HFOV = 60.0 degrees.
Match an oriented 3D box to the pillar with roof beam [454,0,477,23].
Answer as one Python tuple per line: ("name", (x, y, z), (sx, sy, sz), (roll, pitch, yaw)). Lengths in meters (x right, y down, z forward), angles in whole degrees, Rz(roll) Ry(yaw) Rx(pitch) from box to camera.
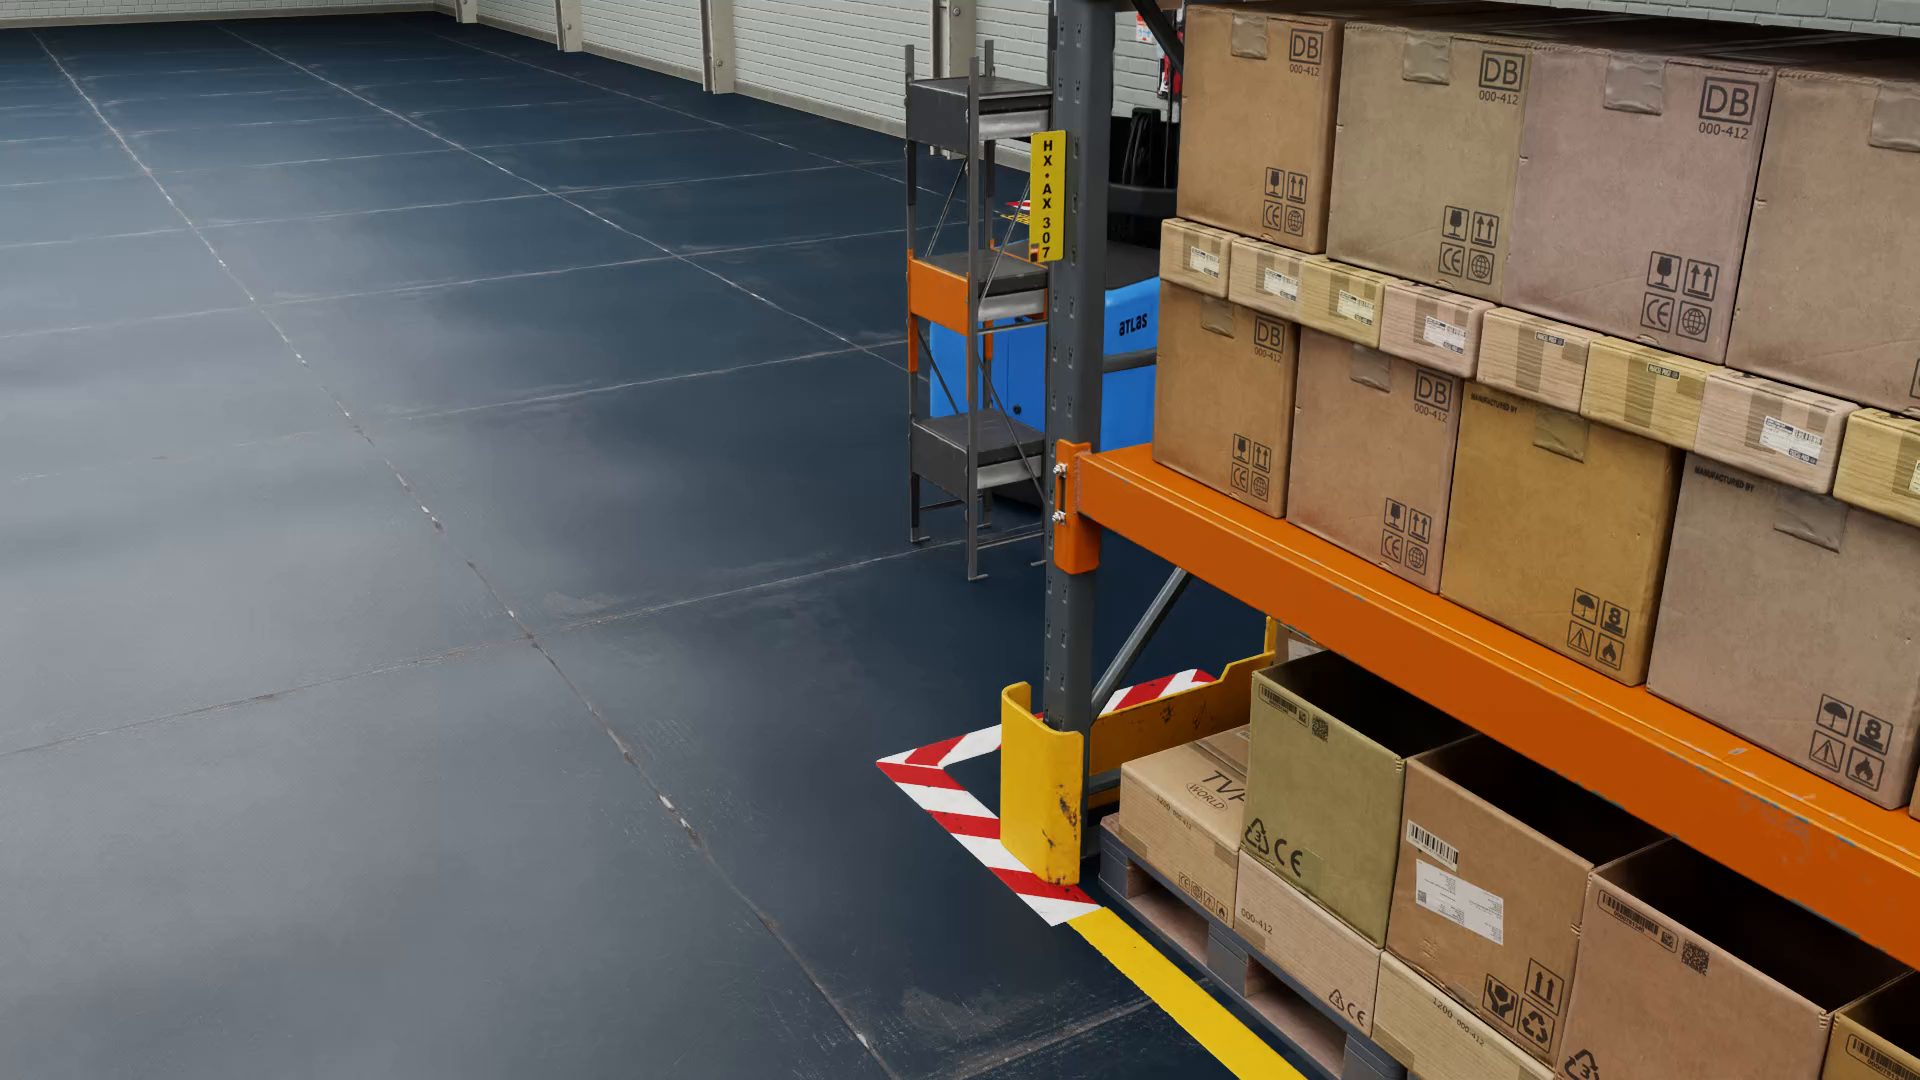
("pillar with roof beam", (-12.967, -13.090, 27.565), (9.100, 9.000, 0.400), (-13, 25, -28))

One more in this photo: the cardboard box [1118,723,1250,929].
("cardboard box", (0.783, 0.762, 4.547), (0.500, 0.250, 0.500), (-13, 25, -28))

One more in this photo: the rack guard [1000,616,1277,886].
("rack guard", (0.689, 0.617, 5.131), (1.175, 0.500, 0.348), (-13, 25, -28))

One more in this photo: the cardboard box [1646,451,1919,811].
("cardboard box", (1.721, 0.074, 3.012), (0.700, 0.500, 0.500), (-12, 25, -27))

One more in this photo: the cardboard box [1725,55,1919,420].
("cardboard box", (1.743, -0.516, 2.741), (0.700, 0.500, 0.500), (-13, 25, -28))

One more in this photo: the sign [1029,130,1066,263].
("sign", (0.221, -0.867, 4.205), (0.100, 0.325, 0.005), (-13, 25, -28))

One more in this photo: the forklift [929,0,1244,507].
("forklift", (1.171, -1.928, 8.163), (1.130, 2.935, 3.031), (17, 28, 36))

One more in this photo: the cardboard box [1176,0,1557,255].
("cardboard box", (0.955, -1.010, 3.958), (0.700, 0.500, 0.500), (-13, 25, -28))

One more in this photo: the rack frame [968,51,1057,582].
("rack frame", (0.209, -0.840, 6.590), (0.400, 2.100, 0.015), (-13, 25, -28))

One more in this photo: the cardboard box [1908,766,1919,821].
("cardboard box", (1.984, 0.240, 2.605), (0.700, 0.500, 0.500), (-12, 25, -27))

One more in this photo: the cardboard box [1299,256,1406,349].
("cardboard box", (0.980, -0.546, 3.677), (0.380, 0.149, 0.250), (-12, 25, -28))

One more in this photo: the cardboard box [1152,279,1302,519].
("cardboard box", (0.928, -0.426, 4.244), (0.700, 0.500, 0.500), (-13, 25, -28))

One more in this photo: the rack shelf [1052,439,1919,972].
("rack shelf", (1.722, 0.447, 3.183), (1.077, 0.370, 4.000), (-13, 25, -28))

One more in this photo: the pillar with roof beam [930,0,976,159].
("pillar with roof beam", (-3.772, -7.263, 13.230), (9.100, 9.000, 0.400), (-13, 25, -28))

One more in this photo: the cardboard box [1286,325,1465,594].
("cardboard box", (1.201, -0.257, 3.828), (0.700, 0.500, 0.500), (-12, 25, -27))

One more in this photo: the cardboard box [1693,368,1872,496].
("cardboard box", (1.501, -0.214, 2.861), (0.380, 0.149, 0.250), (-12, 25, -28))

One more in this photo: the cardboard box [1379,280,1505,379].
("cardboard box", (1.107, -0.464, 3.475), (0.380, 0.149, 0.250), (-13, 26, -29))

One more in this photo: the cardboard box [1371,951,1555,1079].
("cardboard box", (1.297, 1.085, 3.752), (0.500, 0.250, 0.500), (-13, 25, -28))

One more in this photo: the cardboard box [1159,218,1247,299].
("cardboard box", (0.716, -0.712, 4.085), (0.380, 0.149, 0.250), (-13, 25, -29))

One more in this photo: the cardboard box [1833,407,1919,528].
("cardboard box", (1.635, -0.129, 2.651), (0.380, 0.149, 0.250), (-12, 25, -27))

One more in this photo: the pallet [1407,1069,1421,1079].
("pallet", (1.747, 1.392, 3.606), (1.003, 0.211, 1.213), (-13, 25, -28))

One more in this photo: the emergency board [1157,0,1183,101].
("emergency board", (1.764, -4.177, 13.604), (0.194, 1.169, 0.643), (-13, 25, -28))

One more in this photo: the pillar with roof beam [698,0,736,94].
("pillar with roof beam", (-6.837, -9.205, 18.008), (9.100, 9.000, 0.400), (-13, 25, -28))

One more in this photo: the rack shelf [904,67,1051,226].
("rack shelf", (0.085, -1.555, 6.526), (0.431, 0.518, 0.480), (-13, 25, -28))

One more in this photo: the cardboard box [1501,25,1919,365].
("cardboard box", (1.487, -0.678, 3.140), (0.700, 0.500, 0.500), (-12, 25, -28))

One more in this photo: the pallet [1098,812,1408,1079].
("pallet", (1.127, 0.998, 4.577), (1.003, 0.211, 1.213), (-13, 25, -28))

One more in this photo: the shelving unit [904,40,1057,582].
("shelving unit", (0.085, -0.919, 6.784), (0.431, 2.100, 0.503), (-13, 25, -28))

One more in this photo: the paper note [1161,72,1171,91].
("paper note", (1.733, -3.840, 13.944), (0.016, 0.148, 0.142), (-13, 25, -28))

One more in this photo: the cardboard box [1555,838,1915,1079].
("cardboard box", (1.547, 0.901, 3.210), (0.500, 0.500, 0.500), (-13, 25, -28))

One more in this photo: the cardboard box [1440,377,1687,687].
("cardboard box", (1.449, -0.095, 3.430), (0.700, 0.500, 0.500), (-12, 25, -28))

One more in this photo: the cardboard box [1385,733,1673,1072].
("cardboard box", (1.307, 0.735, 3.616), (0.500, 0.500, 0.500), (-13, 25, -28))

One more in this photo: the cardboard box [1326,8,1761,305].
("cardboard box", (1.229, -0.841, 3.541), (0.700, 0.500, 0.500), (-13, 26, -30))

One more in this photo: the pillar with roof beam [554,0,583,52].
("pillar with roof beam", (-9.902, -11.148, 22.787), (9.100, 9.000, 0.400), (-13, 25, -28))

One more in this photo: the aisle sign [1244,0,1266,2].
("aisle sign", (0.920, -1.816, 4.343), (0.394, 0.787, 0.004), (-13, 25, -28))

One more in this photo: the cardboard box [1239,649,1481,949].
("cardboard box", (1.041, 0.576, 4.009), (0.500, 0.500, 0.500), (-13, 25, -28))

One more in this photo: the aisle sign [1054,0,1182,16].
("aisle sign", (0.404, -1.700, 4.059), (0.394, 0.787, 0.004), (-13, 25, -28))

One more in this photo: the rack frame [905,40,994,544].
("rack frame", (-0.040, -0.998, 6.979), (0.400, 2.100, 0.015), (-13, 25, -28))

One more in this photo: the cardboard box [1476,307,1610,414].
("cardboard box", (1.245, -0.378, 3.264), (0.380, 0.149, 0.250), (-14, 26, -30))

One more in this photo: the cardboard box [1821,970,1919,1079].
("cardboard box", (1.815, 1.060, 2.819), (0.500, 0.500, 0.500), (-13, 25, -28))

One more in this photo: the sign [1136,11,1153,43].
("sign", (1.571, -4.392, 14.087), (0.001, 0.329, 0.234), (-13, 25, -28))

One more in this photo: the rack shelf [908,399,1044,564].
("rack shelf", (0.085, -0.258, 7.053), (0.431, 0.518, 0.480), (-13, 25, -28))

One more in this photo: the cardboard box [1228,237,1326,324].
("cardboard box", (0.853, -0.627, 3.876), (0.380, 0.149, 0.250), (-13, 26, -30))

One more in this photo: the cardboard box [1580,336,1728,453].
("cardboard box", (1.376, -0.296, 3.061), (0.380, 0.149, 0.250), (-13, 25, -29))

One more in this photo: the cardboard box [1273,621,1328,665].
("cardboard box", (1.231, 0.315, 4.652), (0.500, 0.500, 0.500), (-13, 25, -28))

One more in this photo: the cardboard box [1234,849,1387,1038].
("cardboard box", (1.042, 0.923, 4.151), (0.500, 0.250, 0.500), (-13, 25, -28))

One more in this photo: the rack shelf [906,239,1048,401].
("rack shelf", (0.085, -0.906, 6.789), (0.431, 0.518, 0.480), (-13, 25, -28))

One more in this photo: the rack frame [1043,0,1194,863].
("rack frame", (0.701, -0.534, 4.641), (1.000, 3.000, 0.127), (-13, 25, -28))
